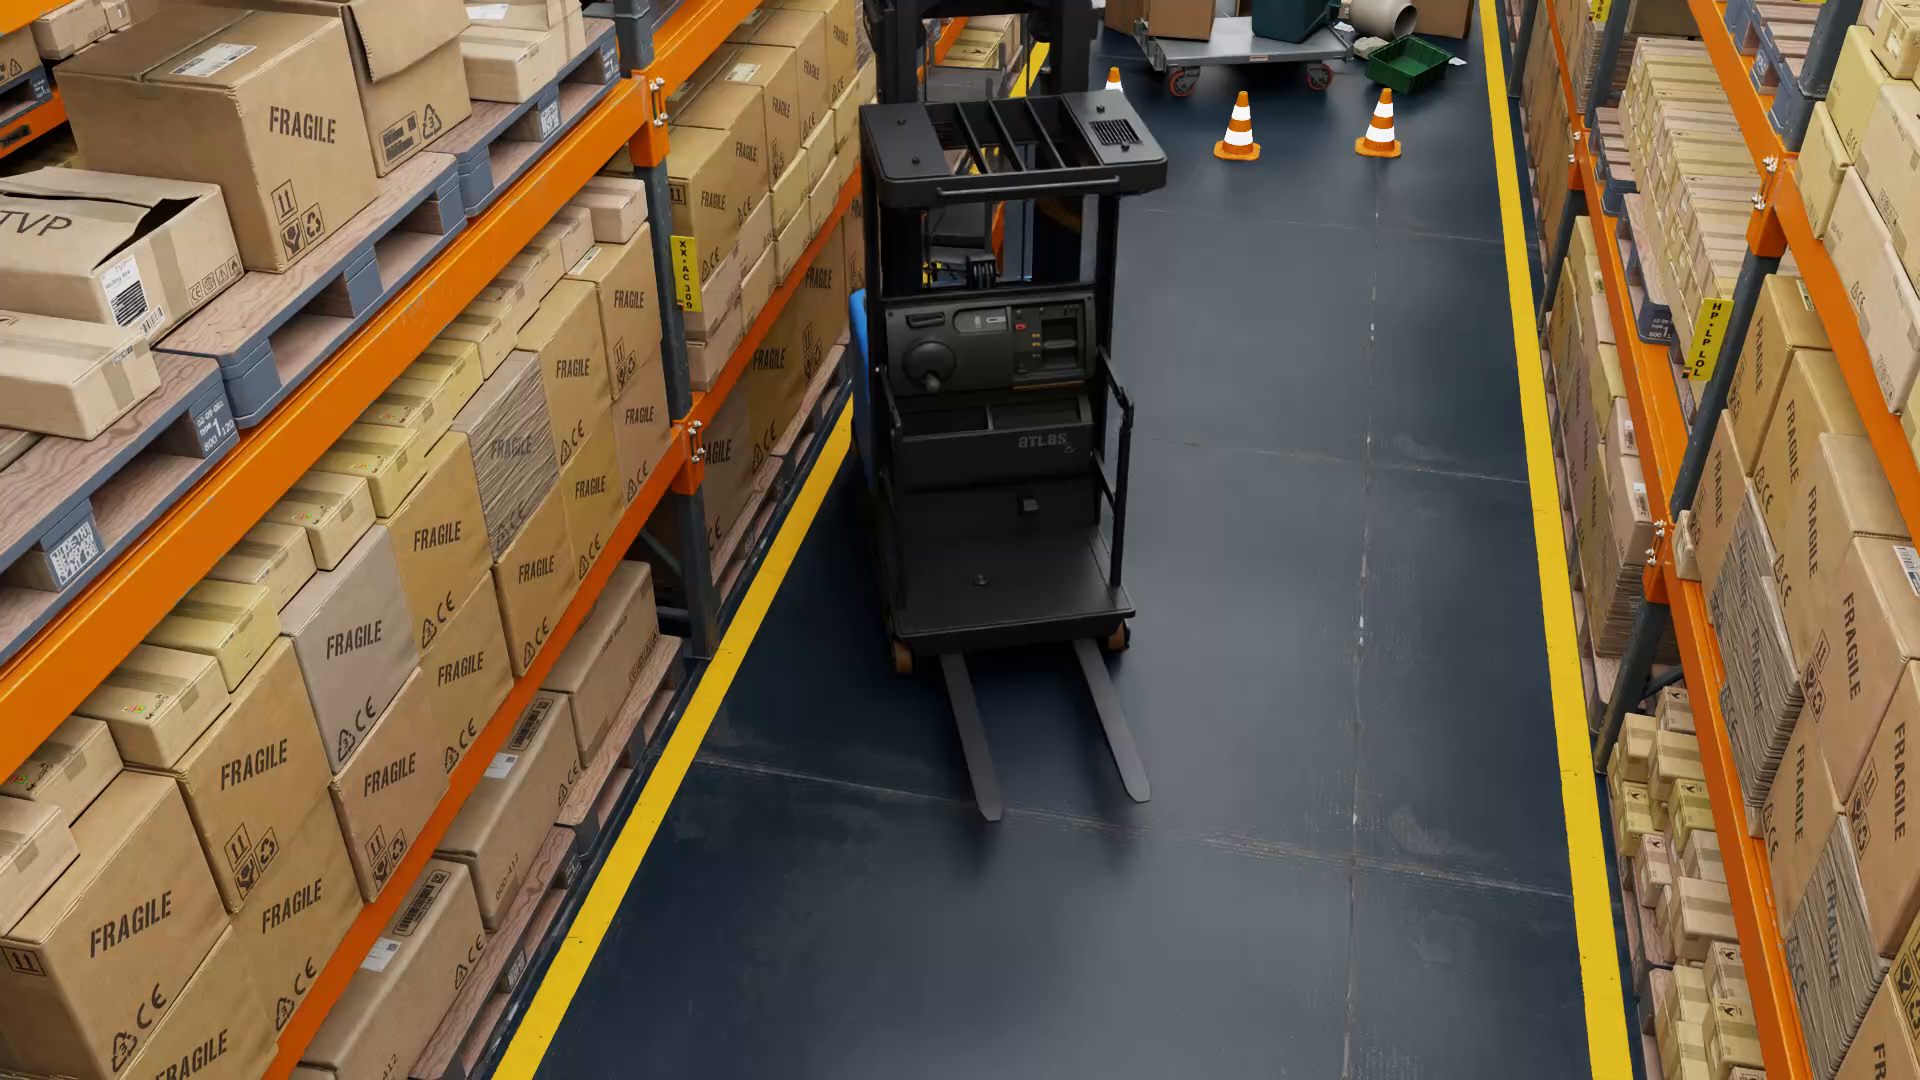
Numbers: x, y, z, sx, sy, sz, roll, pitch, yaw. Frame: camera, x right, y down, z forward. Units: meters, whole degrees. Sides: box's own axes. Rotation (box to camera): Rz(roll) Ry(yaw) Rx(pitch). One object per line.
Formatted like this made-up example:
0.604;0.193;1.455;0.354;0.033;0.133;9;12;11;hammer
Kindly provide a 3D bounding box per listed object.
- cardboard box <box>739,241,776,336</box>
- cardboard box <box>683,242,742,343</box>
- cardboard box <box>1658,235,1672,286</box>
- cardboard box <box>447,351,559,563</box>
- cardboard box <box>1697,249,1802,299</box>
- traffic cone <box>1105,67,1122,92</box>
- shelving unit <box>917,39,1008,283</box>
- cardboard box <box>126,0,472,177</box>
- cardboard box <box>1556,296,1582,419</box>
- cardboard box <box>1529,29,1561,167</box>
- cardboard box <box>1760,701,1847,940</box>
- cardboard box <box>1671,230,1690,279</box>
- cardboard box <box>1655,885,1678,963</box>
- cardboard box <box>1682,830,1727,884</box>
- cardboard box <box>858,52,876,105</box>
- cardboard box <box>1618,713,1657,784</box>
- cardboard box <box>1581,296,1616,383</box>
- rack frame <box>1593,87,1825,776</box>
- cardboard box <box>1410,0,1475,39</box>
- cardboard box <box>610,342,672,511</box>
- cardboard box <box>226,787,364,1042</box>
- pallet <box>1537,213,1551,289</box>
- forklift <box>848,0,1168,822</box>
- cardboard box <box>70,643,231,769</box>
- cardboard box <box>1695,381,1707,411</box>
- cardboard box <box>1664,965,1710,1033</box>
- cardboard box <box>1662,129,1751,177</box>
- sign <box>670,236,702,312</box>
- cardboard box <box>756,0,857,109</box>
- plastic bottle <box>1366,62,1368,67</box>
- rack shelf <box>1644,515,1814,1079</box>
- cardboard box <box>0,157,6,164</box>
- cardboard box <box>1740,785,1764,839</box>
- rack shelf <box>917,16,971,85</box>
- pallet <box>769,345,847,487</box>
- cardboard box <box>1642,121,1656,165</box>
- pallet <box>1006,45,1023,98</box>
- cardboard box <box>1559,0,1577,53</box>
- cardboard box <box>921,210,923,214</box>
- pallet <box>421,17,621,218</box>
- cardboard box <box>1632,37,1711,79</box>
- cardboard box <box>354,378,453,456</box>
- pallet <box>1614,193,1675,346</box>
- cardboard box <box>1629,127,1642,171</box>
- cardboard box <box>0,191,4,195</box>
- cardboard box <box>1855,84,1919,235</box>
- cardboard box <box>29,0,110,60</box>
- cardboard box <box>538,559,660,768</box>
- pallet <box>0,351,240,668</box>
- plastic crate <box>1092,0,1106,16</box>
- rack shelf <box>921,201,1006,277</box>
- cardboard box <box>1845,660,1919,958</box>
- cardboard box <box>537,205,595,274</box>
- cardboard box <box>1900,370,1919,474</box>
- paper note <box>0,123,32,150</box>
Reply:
-1.171;-1.199;7.746;0.500;0.250;0.500;6;36;9;cardboard box
-1.263;-1.102;7.186;0.500;0.250;0.500;6;36;9;cardboard box
3.392;-1.249;7.544;0.380;0.149;0.250;9;37;12;cardboard box
-1.679;-0.301;5.442;0.500;0.500;0.500;8;37;11;cardboard box
3.234;-1.047;6.758;0.380;0.149;0.250;6;36;8;cardboard box
1.179;-3.416;12.839;0.336;0.463;0.334;7;37;10;traffic cone
-0.001;-1.537;8.851;0.431;2.100;0.503;5;36;7;shelving unit
-1.889;-1.433;4.854;0.797;0.503;0.637;10;37;14;cardboard box
3.575;-0.970;9.074;0.500;0.500;0.500;8;37;11;cardboard box
4.679;-3.107;11.810;1.050;0.750;0.750;7;37;10;cardboard box
2.546;0.790;4.535;0.500;0.500;0.500;9;37;12;cardboard box
3.339;-1.222;7.253;0.380;0.149;0.250;6;36;8;cardboard box
2.769;1.425;6.069;0.380;0.149;0.250;7;36;9;cardboard box
2.793;1.188;5.889;0.380;0.149;0.250;6;36;9;cardboard box
-0.739;-2.574;9.218;0.500;0.250;0.500;6;36;9;cardboard box
2.835;0.851;6.608;0.380;0.149;0.250;9;37;12;cardboard box
3.469;-0.998;8.474;0.500;0.250;0.500;8;37;10;cardboard box
3.225;-0.181;6.214;1.000;3.000;0.127;7;37;10;rack frame
4.263;-4.775;14.680;0.500;0.500;0.500;14;38;18;cardboard box
-1.482;-0.486;6.549;0.500;0.500;0.500;8;37;10;cardboard box
-2.023;0.977;4.531;0.500;0.500;0.500;7;36;9;cardboard box
4.321;-1.788;10.807;1.003;0.211;1.213;7;37;10;pallet
0.177;-0.798;7.123;1.130;2.935;3.031;-6;36;-8;forklift
-1.986;0.379;3.951;0.380;0.149;0.250;8;37;11;cardboard box
3.116;-0.502;6.513;0.380;0.149;0.250;7;36;9;cardboard box
2.594;1.597;5.579;0.380;0.149;0.250;7;37;10;cardboard box
3.512;-1.789;7.782;0.380;0.149;0.250;8;37;11;cardboard box
-1.090;-1.057;6.618;0.100;0.325;0.005;7;37;10;sign
-0.847;-2.574;8.578;0.500;0.500;0.500;7;37;10;cardboard box
3.518;-3.925;13.884;0.133;0.061;0.283;-11;37;-14;plastic bottle
2.798;1.257;4.843;1.077;0.370;4.000;7;37;10;rack shelf
-6.250;-2.372;10.456;0.380;0.149;0.250;6;36;8;cardboard box
2.611;0.803;5.070;0.380;0.149;0.250;9;37;12;cardboard box
-0.351;-3.892;11.947;1.077;0.370;4.000;7;37;10;rack shelf
-1.283;-0.768;9.400;1.003;0.211;1.213;7;37;10;pallet
3.617;-1.957;8.267;0.380;0.149;0.250;7;37;10;cardboard box
-0.088;-3.754;13.520;1.003;0.211;1.213;7;37;10;pallet
4.128;-3.379;10.541;0.500;0.500;0.500;7;36;9;cardboard box
-0.648;-2.465;11.247;0.950;0.372;0.625;5;36;7;cardboard box
-1.817;-1.454;5.490;1.003;0.211;1.213;7;37;10;pallet
3.791;-2.540;8.818;0.380;0.149;0.250;7;37;10;cardboard box
-1.760;-0.367;4.981;0.380;0.149;0.250;7;37;10;cardboard box
3.697;-1.256;7.861;1.003;0.211;1.213;7;37;10;pallet
3.672;-2.003;8.584;0.380;0.149;0.250;9;37;12;cardboard box
-5.797;-2.006;9.951;0.380;0.149;0.250;6;36;8;cardboard box
2.777;-1.006;4.498;0.500;0.250;0.500;7;37;10;cardboard box
-5.537;-3.121;10.040;0.500;0.250;0.500;6;36;8;cardboard box
-1.871;0.470;7.140;0.875;0.438;0.875;7;36;9;cardboard box
-2.338;-0.056;3.560;1.003;0.211;1.213;7;37;10;pallet
1.213;-4.945;15.275;0.402;0.080;0.583;-5;36;-6;plastic crate
-0.001;-1.526;8.860;0.431;0.518;0.480;5;36;7;rack shelf
2.436;0.663;3.858;0.500;0.500;0.500;9;37;12;cardboard box
-1.550;-1.097;5.988;0.380;0.149;0.250;8;37;11;cardboard box
2.525;-0.219;3.838;0.500;0.250;0.500;9;37;12;cardboard box
-2.607;-1.114;4.583;0.006;0.032;0.123;7;37;10;paper note
